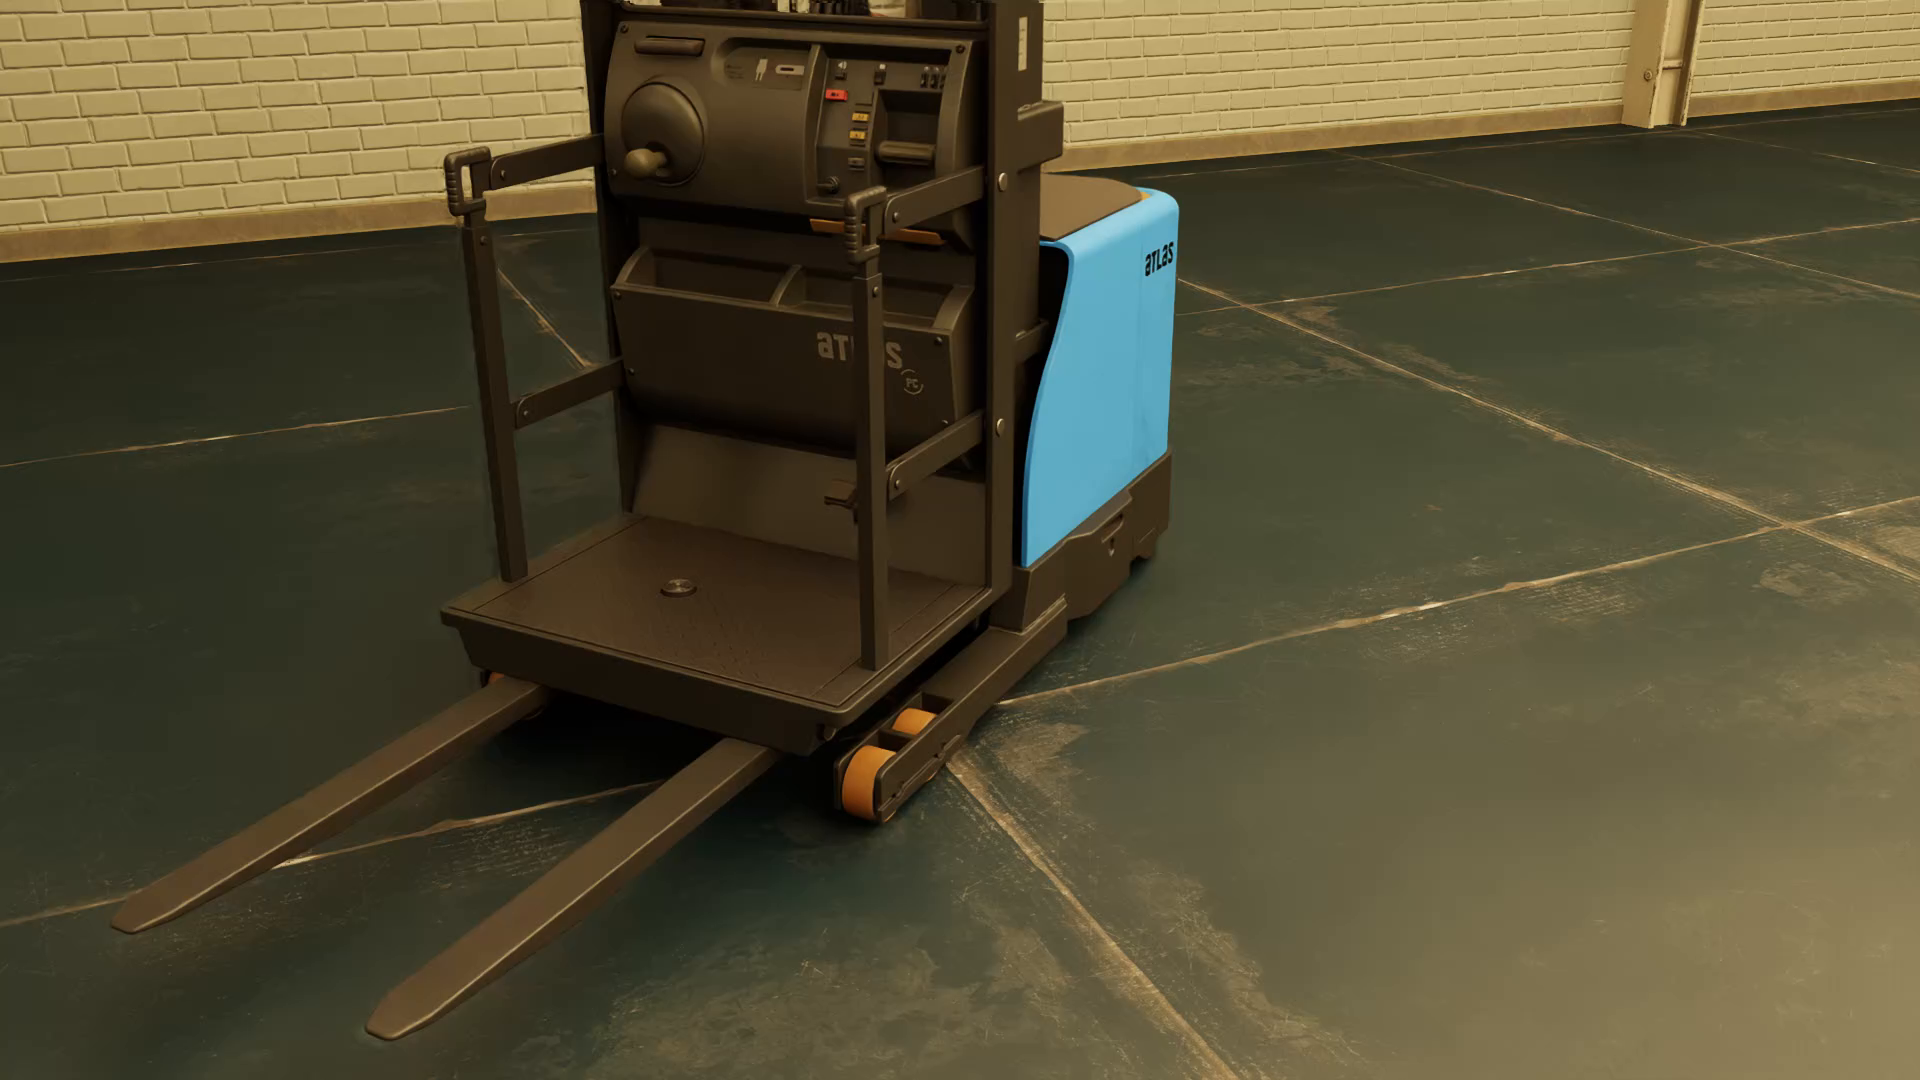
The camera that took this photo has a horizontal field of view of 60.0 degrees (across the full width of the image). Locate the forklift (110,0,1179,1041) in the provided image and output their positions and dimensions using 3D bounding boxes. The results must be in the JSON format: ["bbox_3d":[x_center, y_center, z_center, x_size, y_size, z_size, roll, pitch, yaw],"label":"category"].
[{"bbox_3d":[-0.497,-0.933,3.531,1.130,2.935,3.031,11,25,25],"label":"forklift"}]

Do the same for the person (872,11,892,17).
[{"bbox_3d":[-0.264,-1.080,5.834,0.618,1.473,0.814,-5,23,-12],"label":"person"}]
